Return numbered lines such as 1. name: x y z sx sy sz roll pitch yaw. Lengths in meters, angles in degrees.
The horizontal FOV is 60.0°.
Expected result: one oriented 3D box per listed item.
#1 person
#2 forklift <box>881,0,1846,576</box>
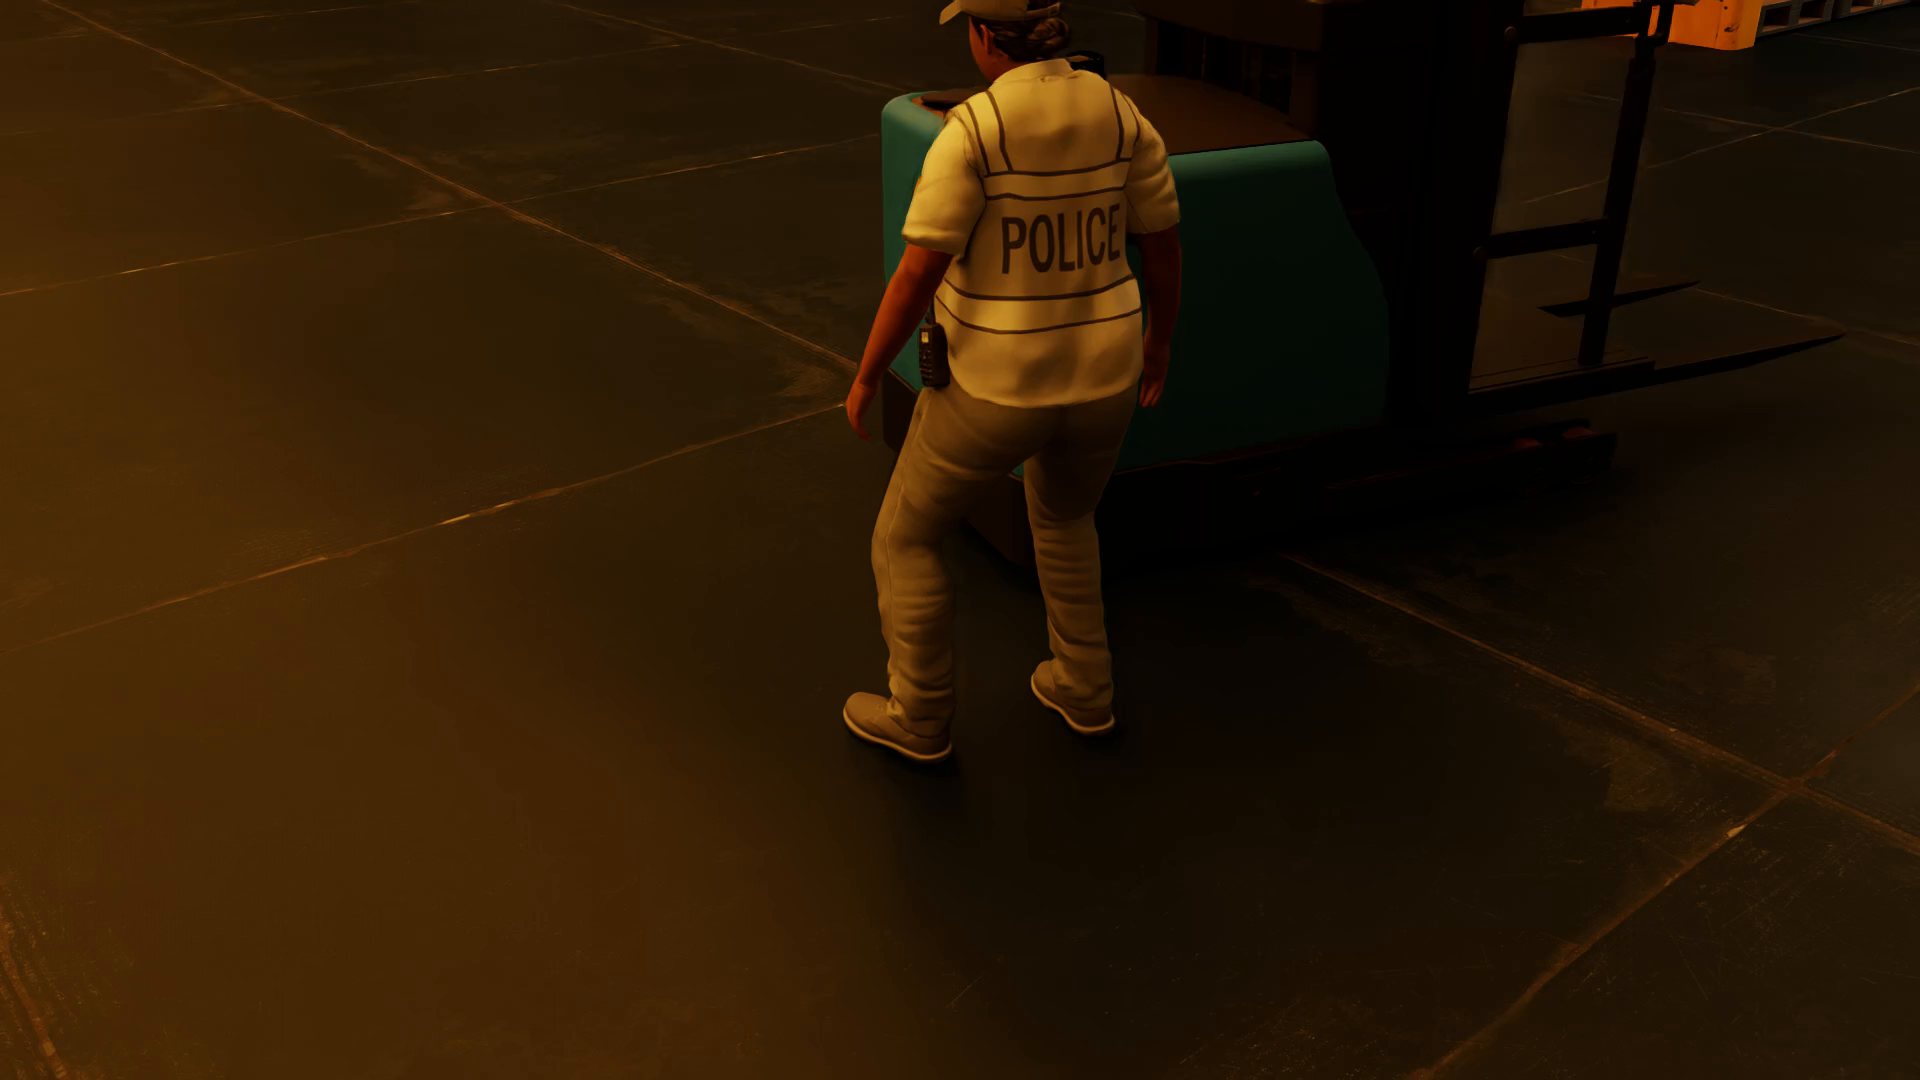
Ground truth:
1. person: 0.120 -0.337 3.348 0.721 1.635 0.427 -13 29 -25
2. forklift: 1.334 -1.641 4.510 3.031 2.935 1.130 -11 29 -21
